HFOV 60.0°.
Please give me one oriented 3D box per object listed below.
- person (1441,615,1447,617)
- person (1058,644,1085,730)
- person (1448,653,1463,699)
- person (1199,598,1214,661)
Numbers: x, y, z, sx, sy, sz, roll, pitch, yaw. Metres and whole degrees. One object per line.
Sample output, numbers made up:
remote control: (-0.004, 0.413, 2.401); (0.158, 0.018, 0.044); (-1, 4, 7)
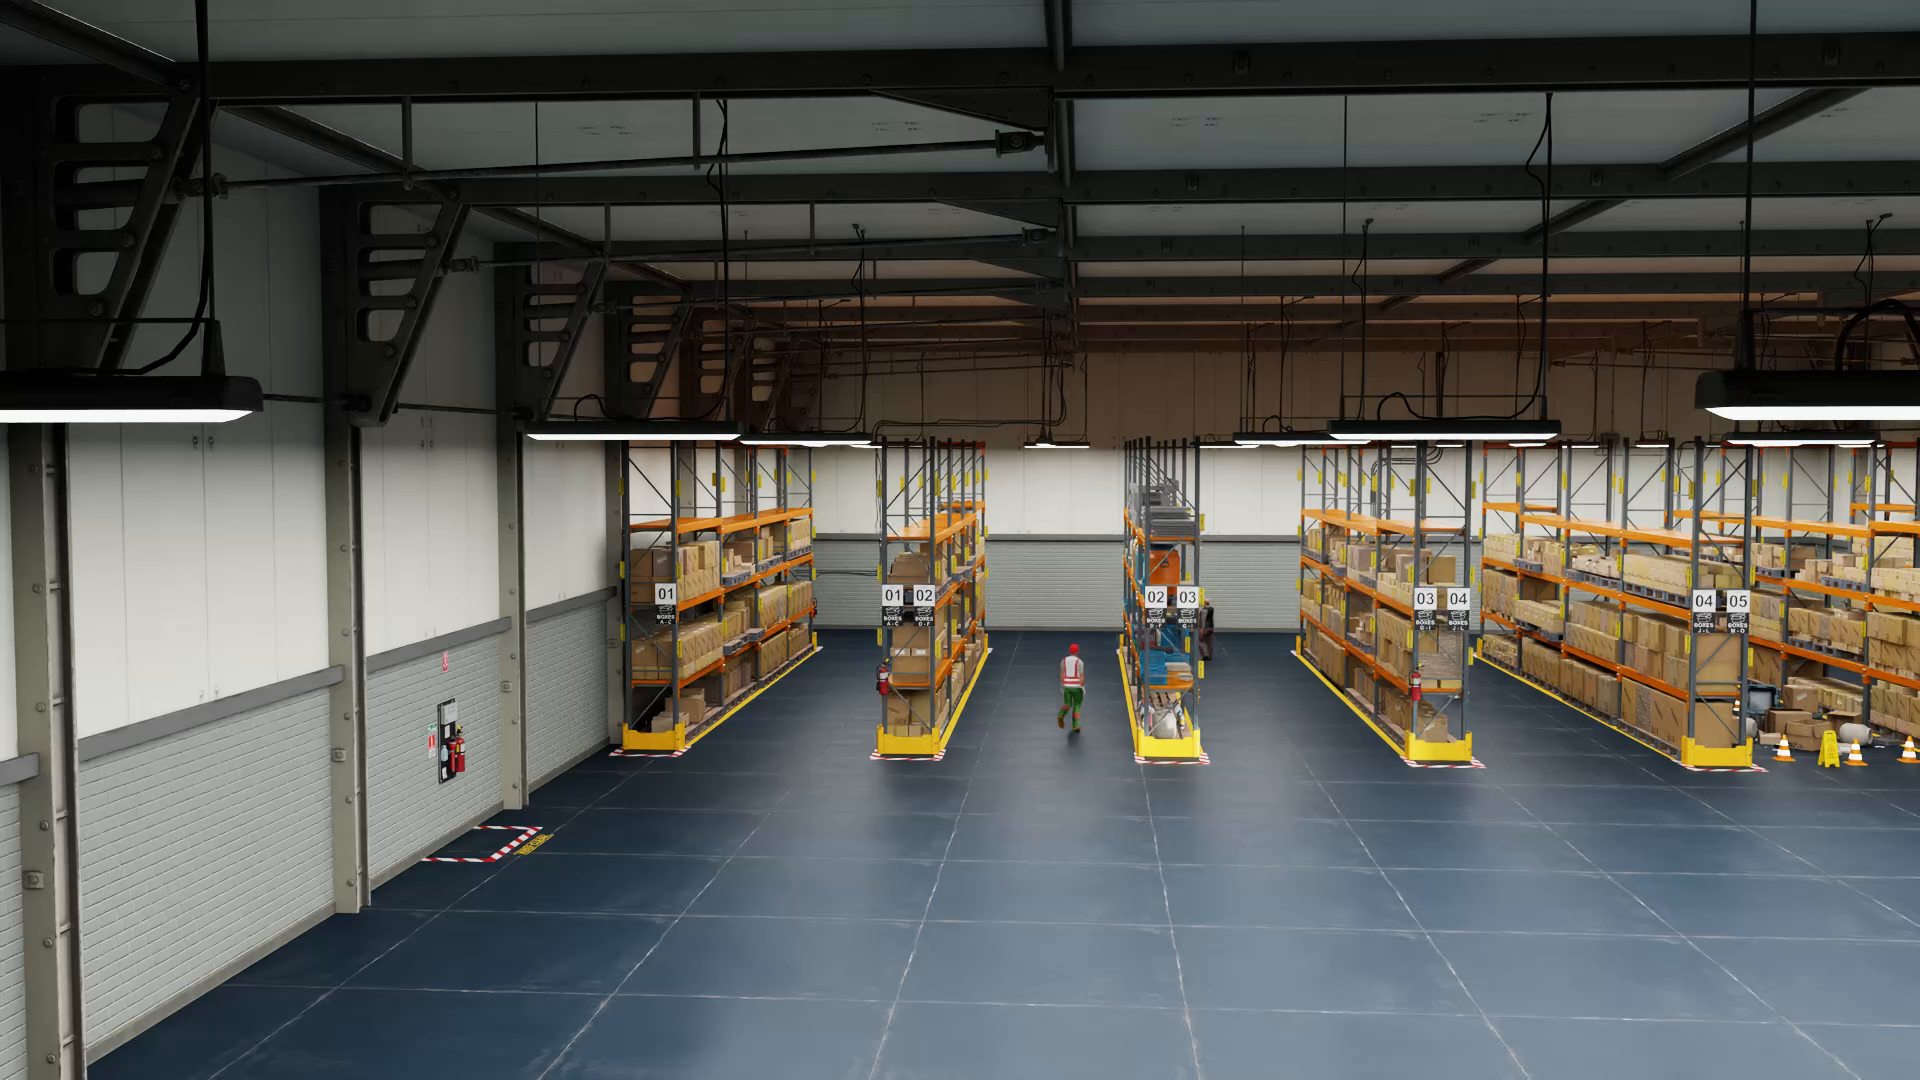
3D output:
person: (13.300, 2.366, 46.346); (0.530, 1.706, 1.231); (1, 3, 23)
person: (2.275, 3.006, 33.983); (0.557, 1.779, 0.724); (2, 4, 38)
person: (11.526, 2.848, 38.554); (0.406, 1.728, 0.524); (-1, 3, -24)
person: (6.707, 2.445, 45.404); (0.414, 1.736, 0.596); (2, 3, 29)
